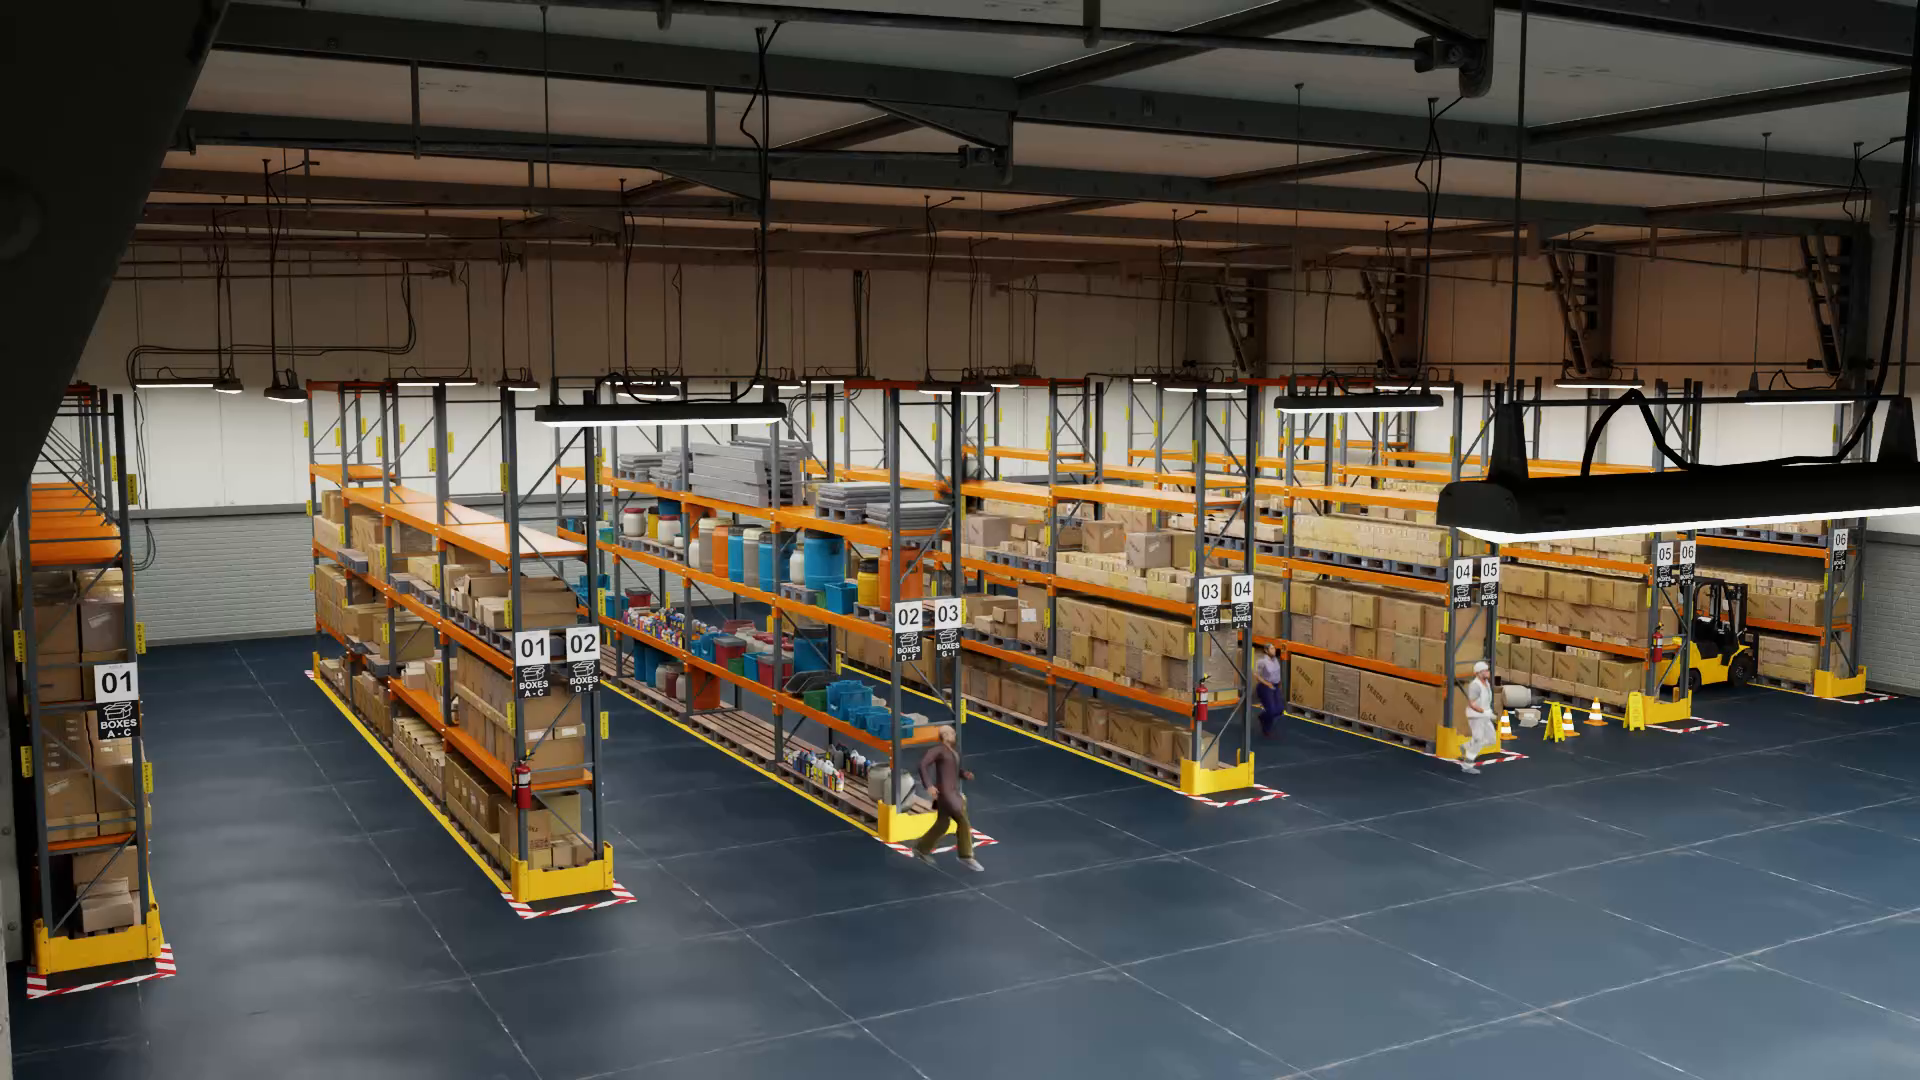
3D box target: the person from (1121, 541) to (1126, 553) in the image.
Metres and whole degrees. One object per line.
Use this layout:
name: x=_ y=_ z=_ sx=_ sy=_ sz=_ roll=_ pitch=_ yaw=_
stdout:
person: x=4.364 y=0.788 z=44.642 sx=0.552 sy=1.615 sz=0.631 roll=0 pitch=6 yaw=-1

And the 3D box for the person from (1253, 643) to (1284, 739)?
person: x=5.189 y=2.539 z=28.211 sx=0.589 sy=1.618 sz=0.547 roll=-5 pitch=8 yaw=-40

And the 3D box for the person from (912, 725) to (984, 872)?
person: x=-0.107 y=3.221 z=20.935 sx=0.928 sy=1.774 sz=0.702 roll=1 pitch=6 yaw=13

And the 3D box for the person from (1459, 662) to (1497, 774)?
person: x=8.035 y=2.736 z=25.684 sx=0.645 sy=1.741 sz=0.686 roll=5 pitch=8 yaw=38
